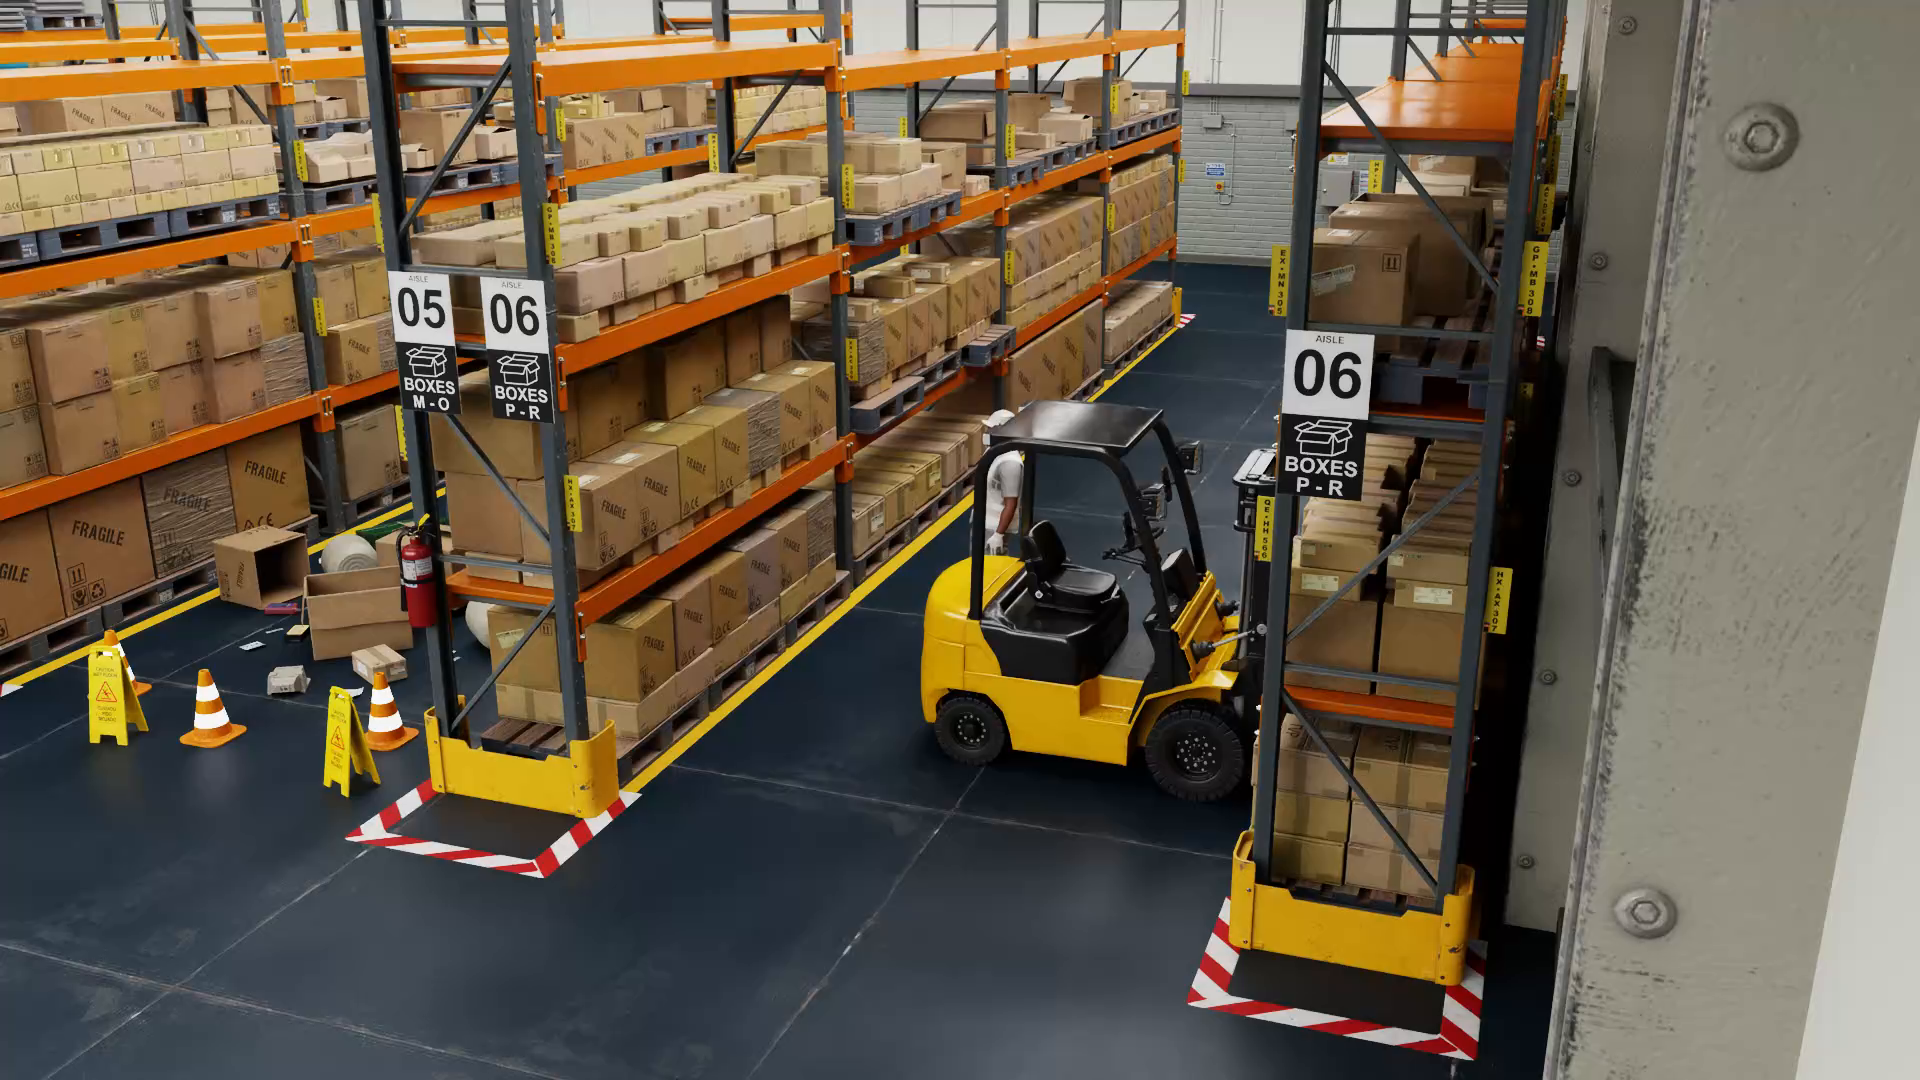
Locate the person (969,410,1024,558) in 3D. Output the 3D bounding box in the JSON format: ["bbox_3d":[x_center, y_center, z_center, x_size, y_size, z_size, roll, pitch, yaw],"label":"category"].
[{"bbox_3d":[0.170,-0.097,12.292,0.576,1.783,0.656,-4,19,-12],"label":"person"}]
